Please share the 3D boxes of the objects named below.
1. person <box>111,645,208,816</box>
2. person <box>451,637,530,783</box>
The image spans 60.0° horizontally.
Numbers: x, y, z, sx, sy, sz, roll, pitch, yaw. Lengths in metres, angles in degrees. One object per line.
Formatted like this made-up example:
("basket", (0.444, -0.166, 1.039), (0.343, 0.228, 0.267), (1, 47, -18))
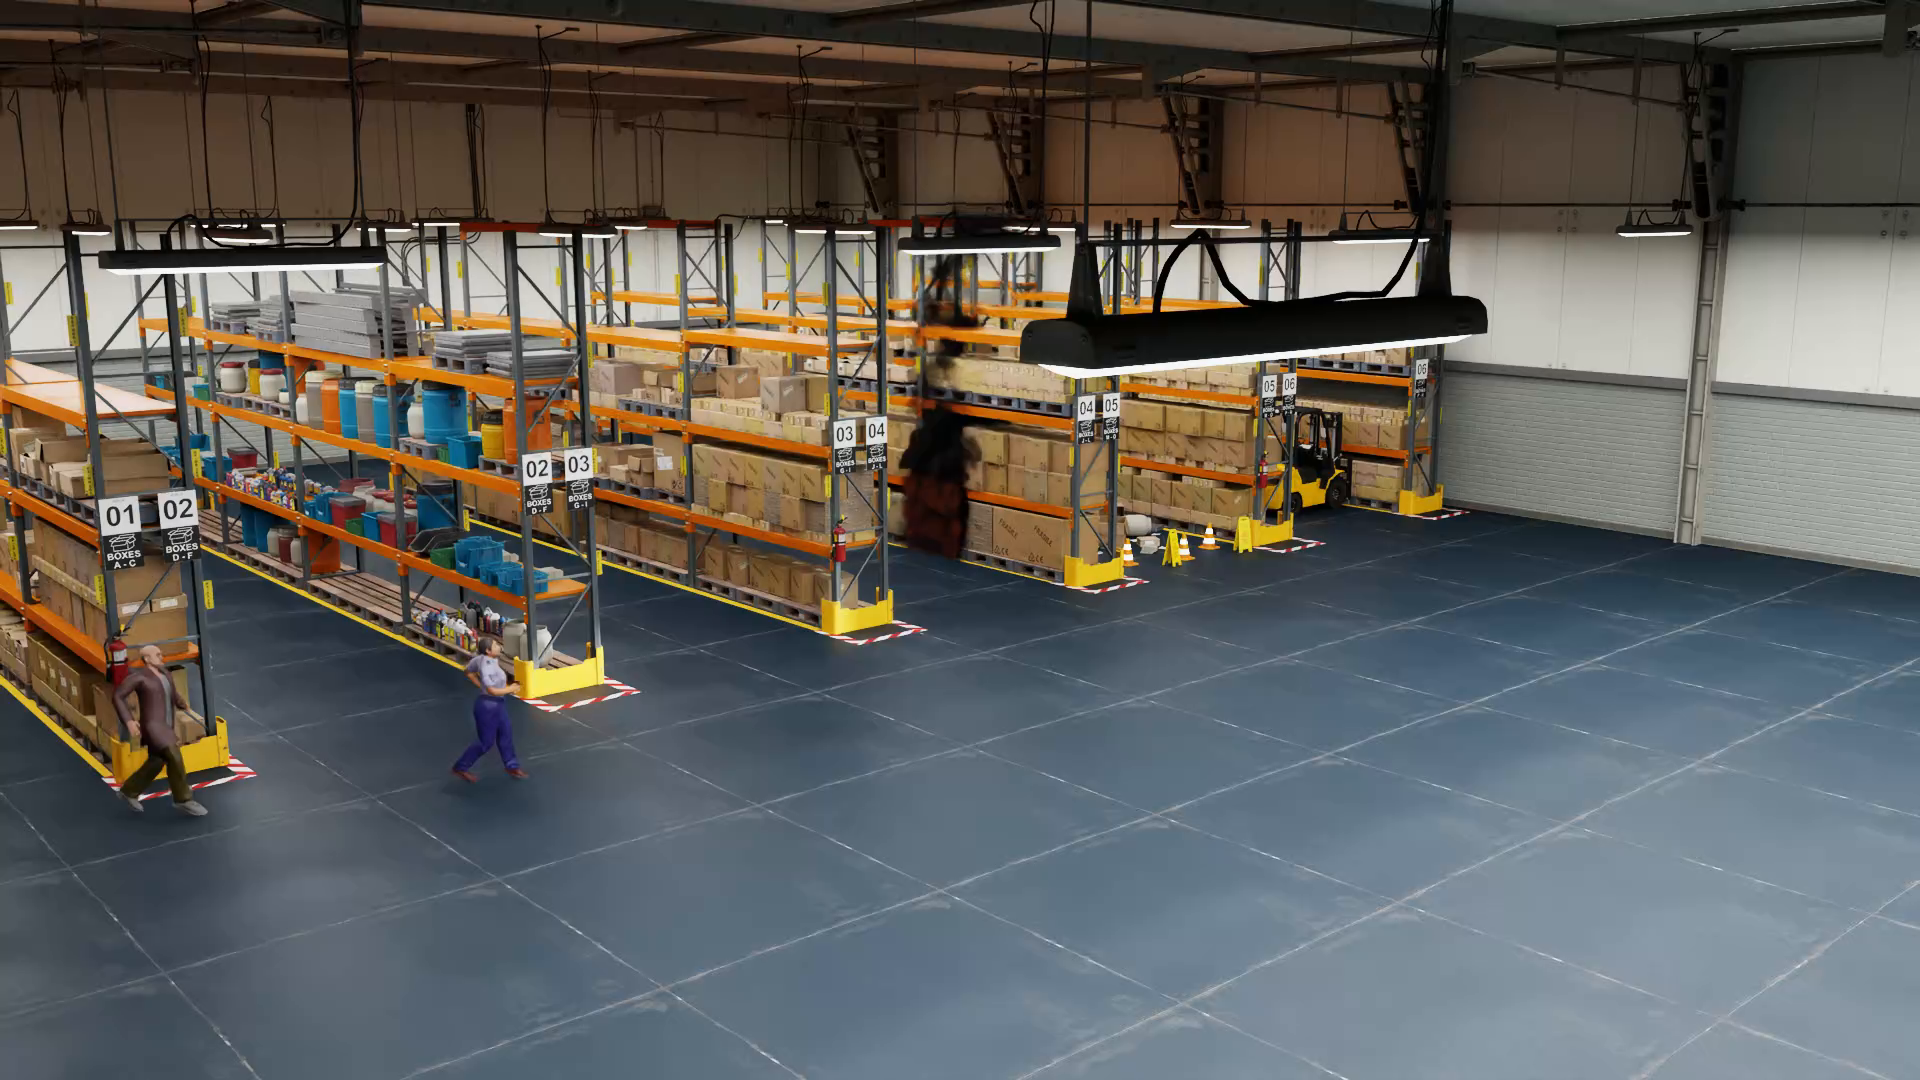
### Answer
("person", (-8.408, 1.986, 17.518), (0.985, 1.769, 0.715), (0, 11, 2))
("person", (-5.197, 1.899, 18.343), (0.810, 1.698, 0.622), (-4, 12, -17))
